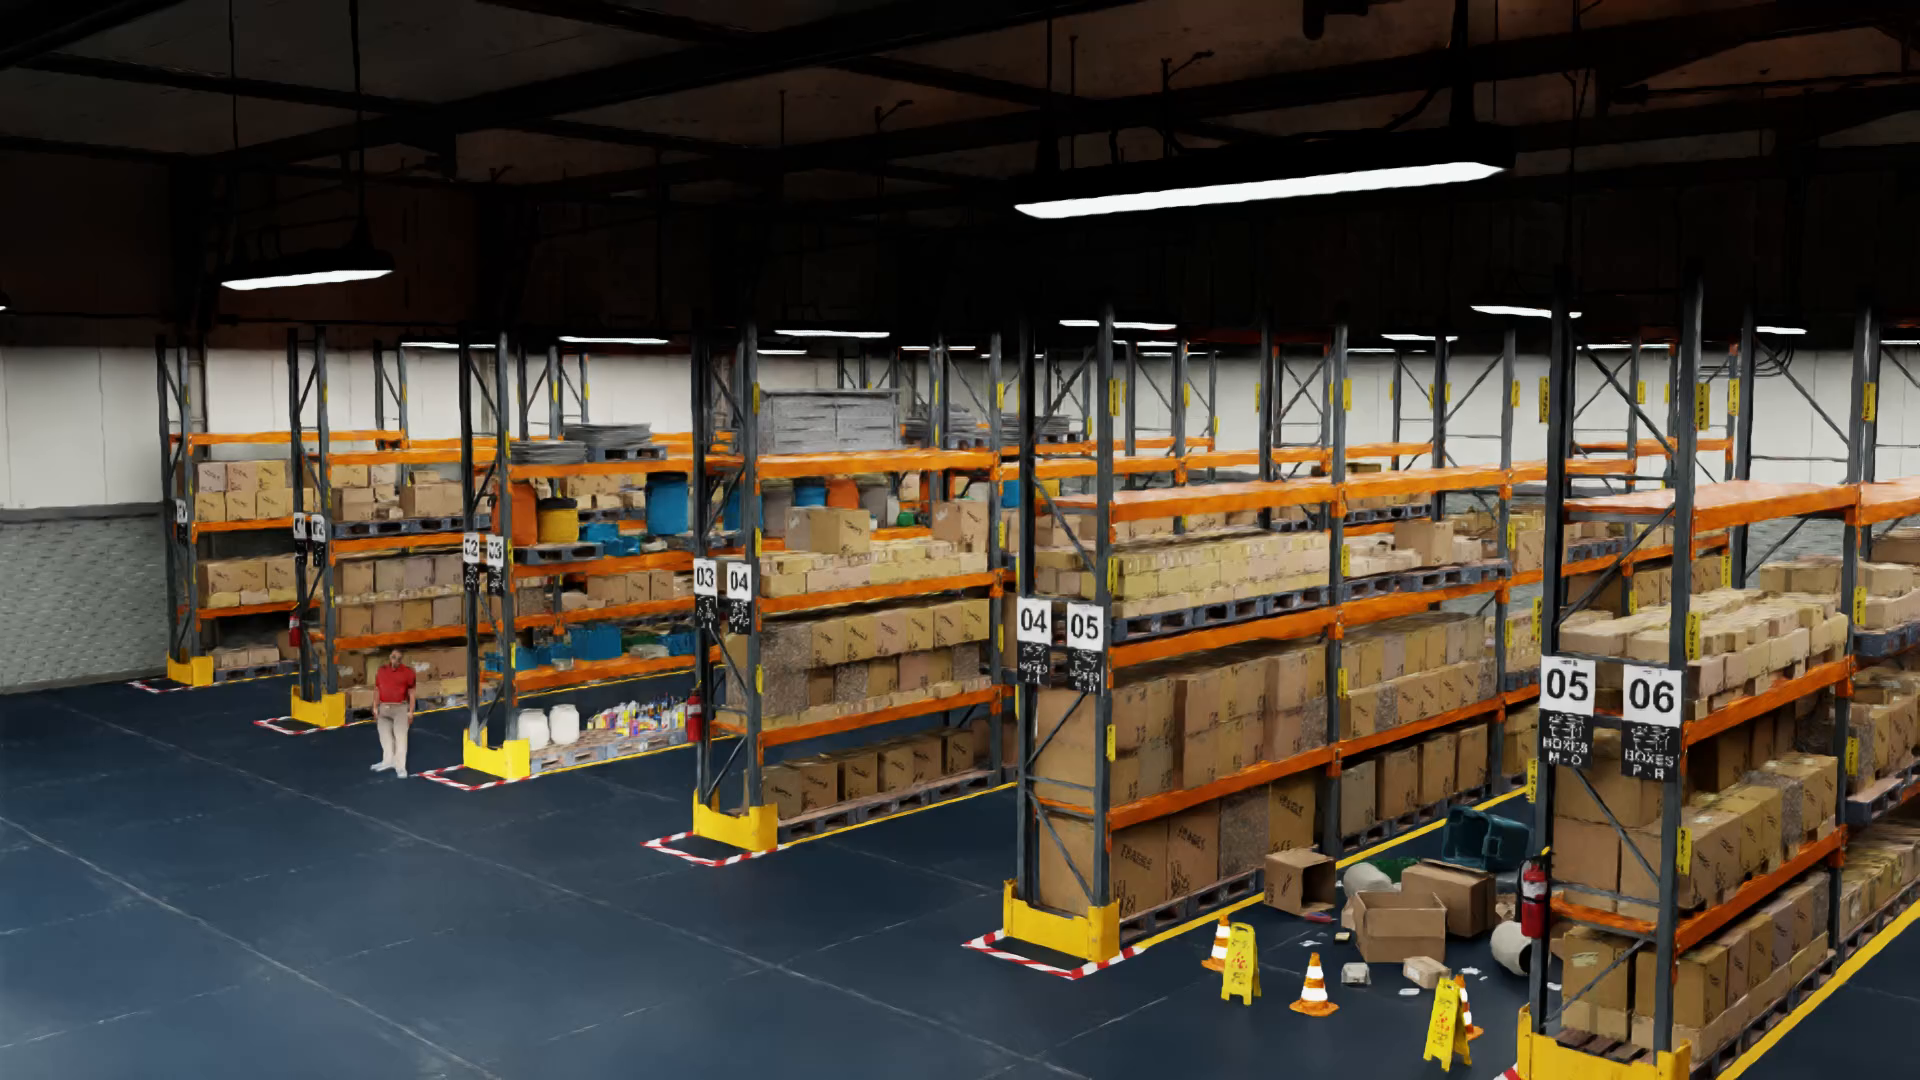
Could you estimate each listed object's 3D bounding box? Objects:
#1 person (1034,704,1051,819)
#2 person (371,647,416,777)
[{"bbox_3d":[1.151,2.477,19.505,0.729,1.733,0.544,5,7,42],"label":"person"},{"bbox_3d":[-7.543,2.252,22.077,0.684,1.708,0.528,1,5,6],"label":"person"}]
